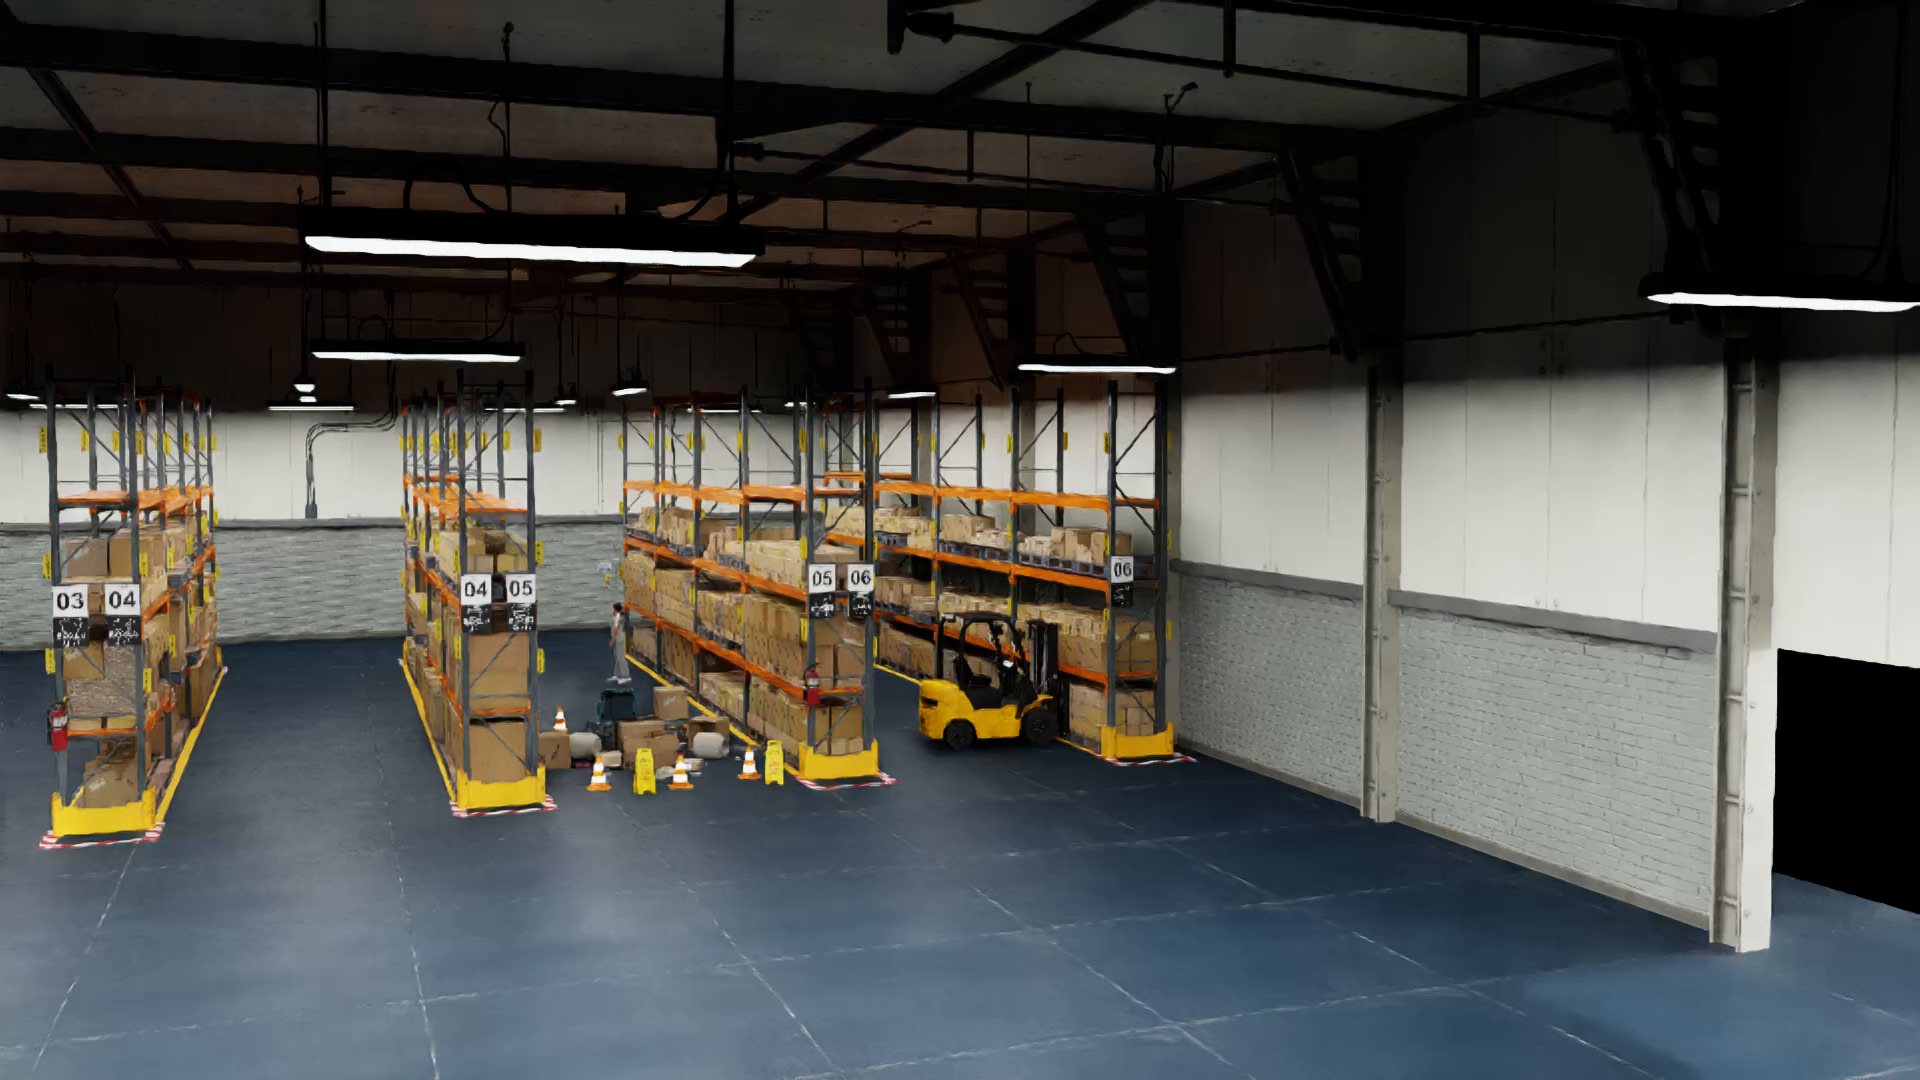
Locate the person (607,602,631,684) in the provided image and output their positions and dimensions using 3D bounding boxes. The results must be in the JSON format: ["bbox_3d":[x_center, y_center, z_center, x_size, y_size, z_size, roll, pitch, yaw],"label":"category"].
[{"bbox_3d":[-7.138,2.134,34.776,0.515,1.699,0.502,0,3,-3],"label":"person"}]
